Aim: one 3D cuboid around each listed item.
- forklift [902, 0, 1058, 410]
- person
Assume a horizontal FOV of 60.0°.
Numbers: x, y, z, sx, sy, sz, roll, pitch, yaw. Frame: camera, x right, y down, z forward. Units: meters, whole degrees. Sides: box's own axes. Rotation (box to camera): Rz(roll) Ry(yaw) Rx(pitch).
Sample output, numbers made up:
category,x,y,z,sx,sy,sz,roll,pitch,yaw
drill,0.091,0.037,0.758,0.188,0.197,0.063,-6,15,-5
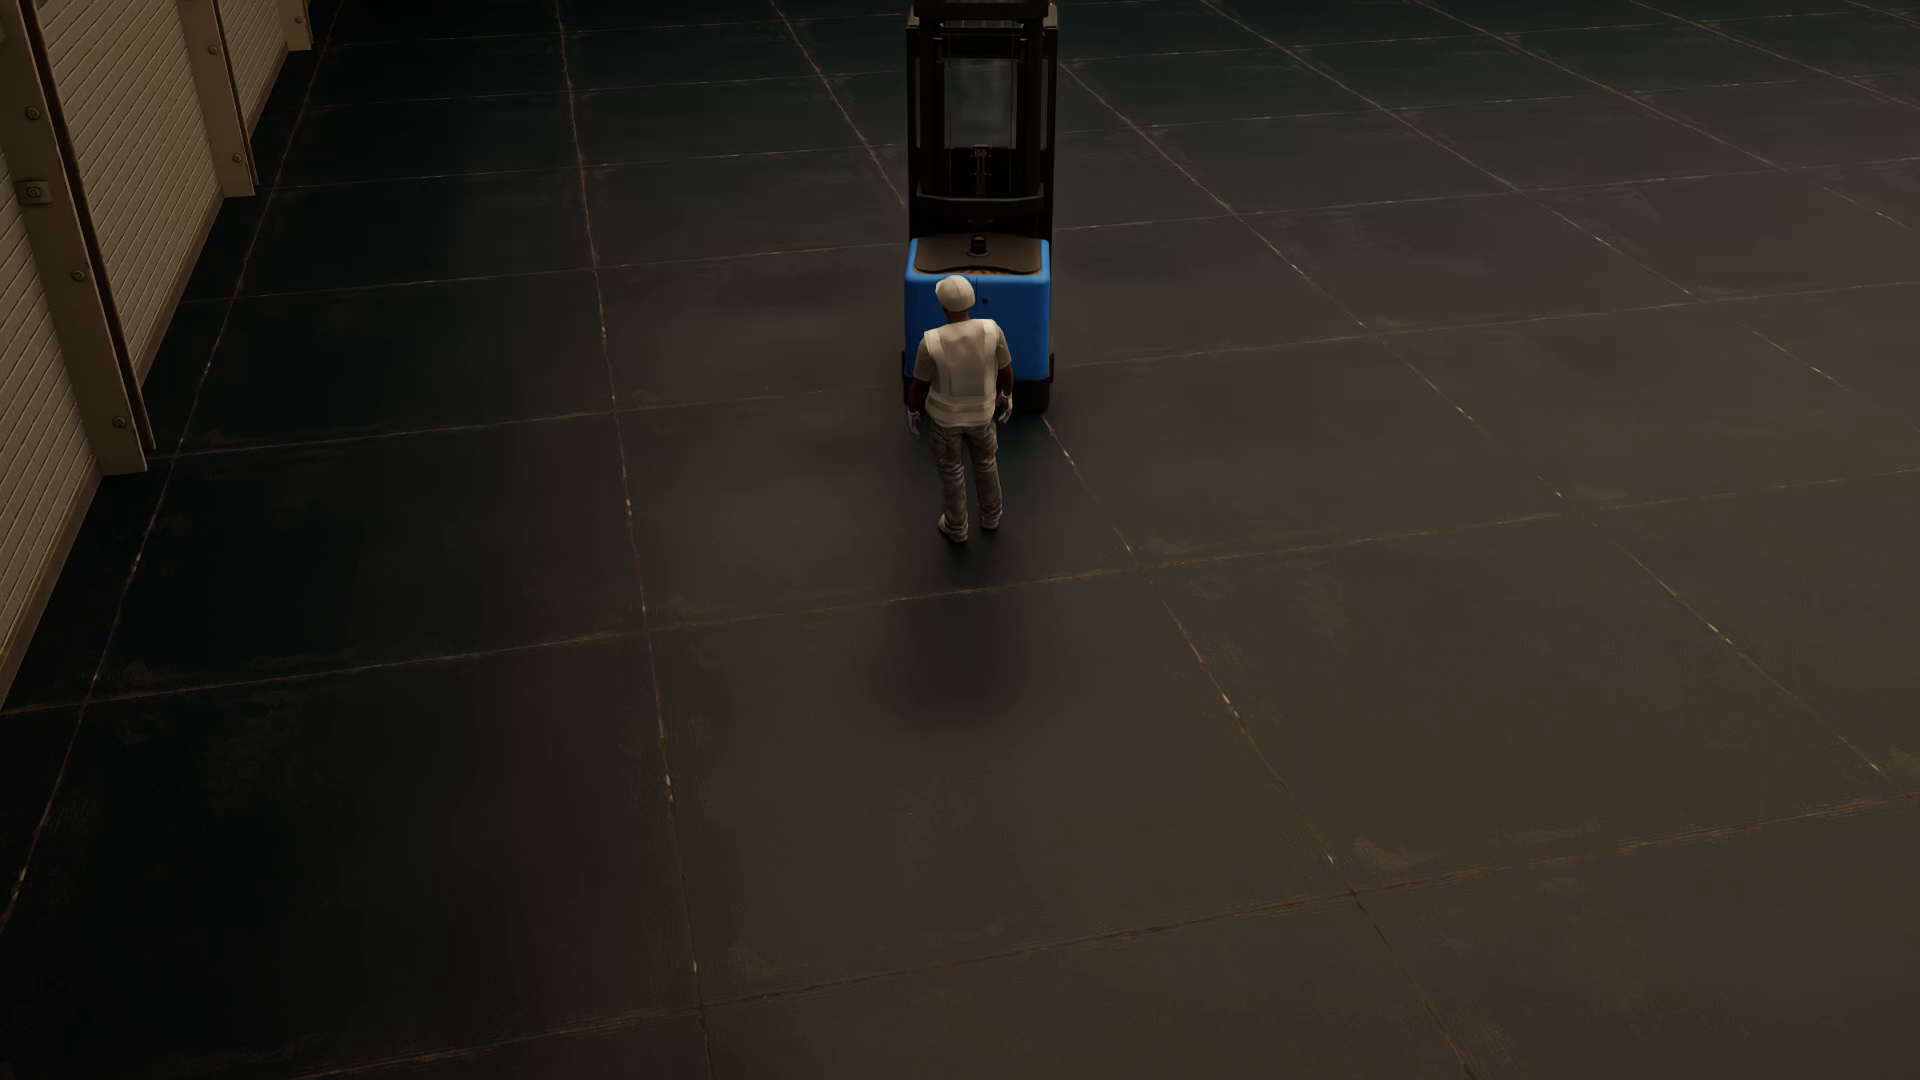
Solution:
category,x,y,z,sx,sy,sz,roll,pitch,yaw
forklift,0.166,-2.904,12.591,1.130,2.935,3.031,1,30,2
person,-0.008,-0.814,10.112,0.656,1.782,0.577,-7,31,-12
